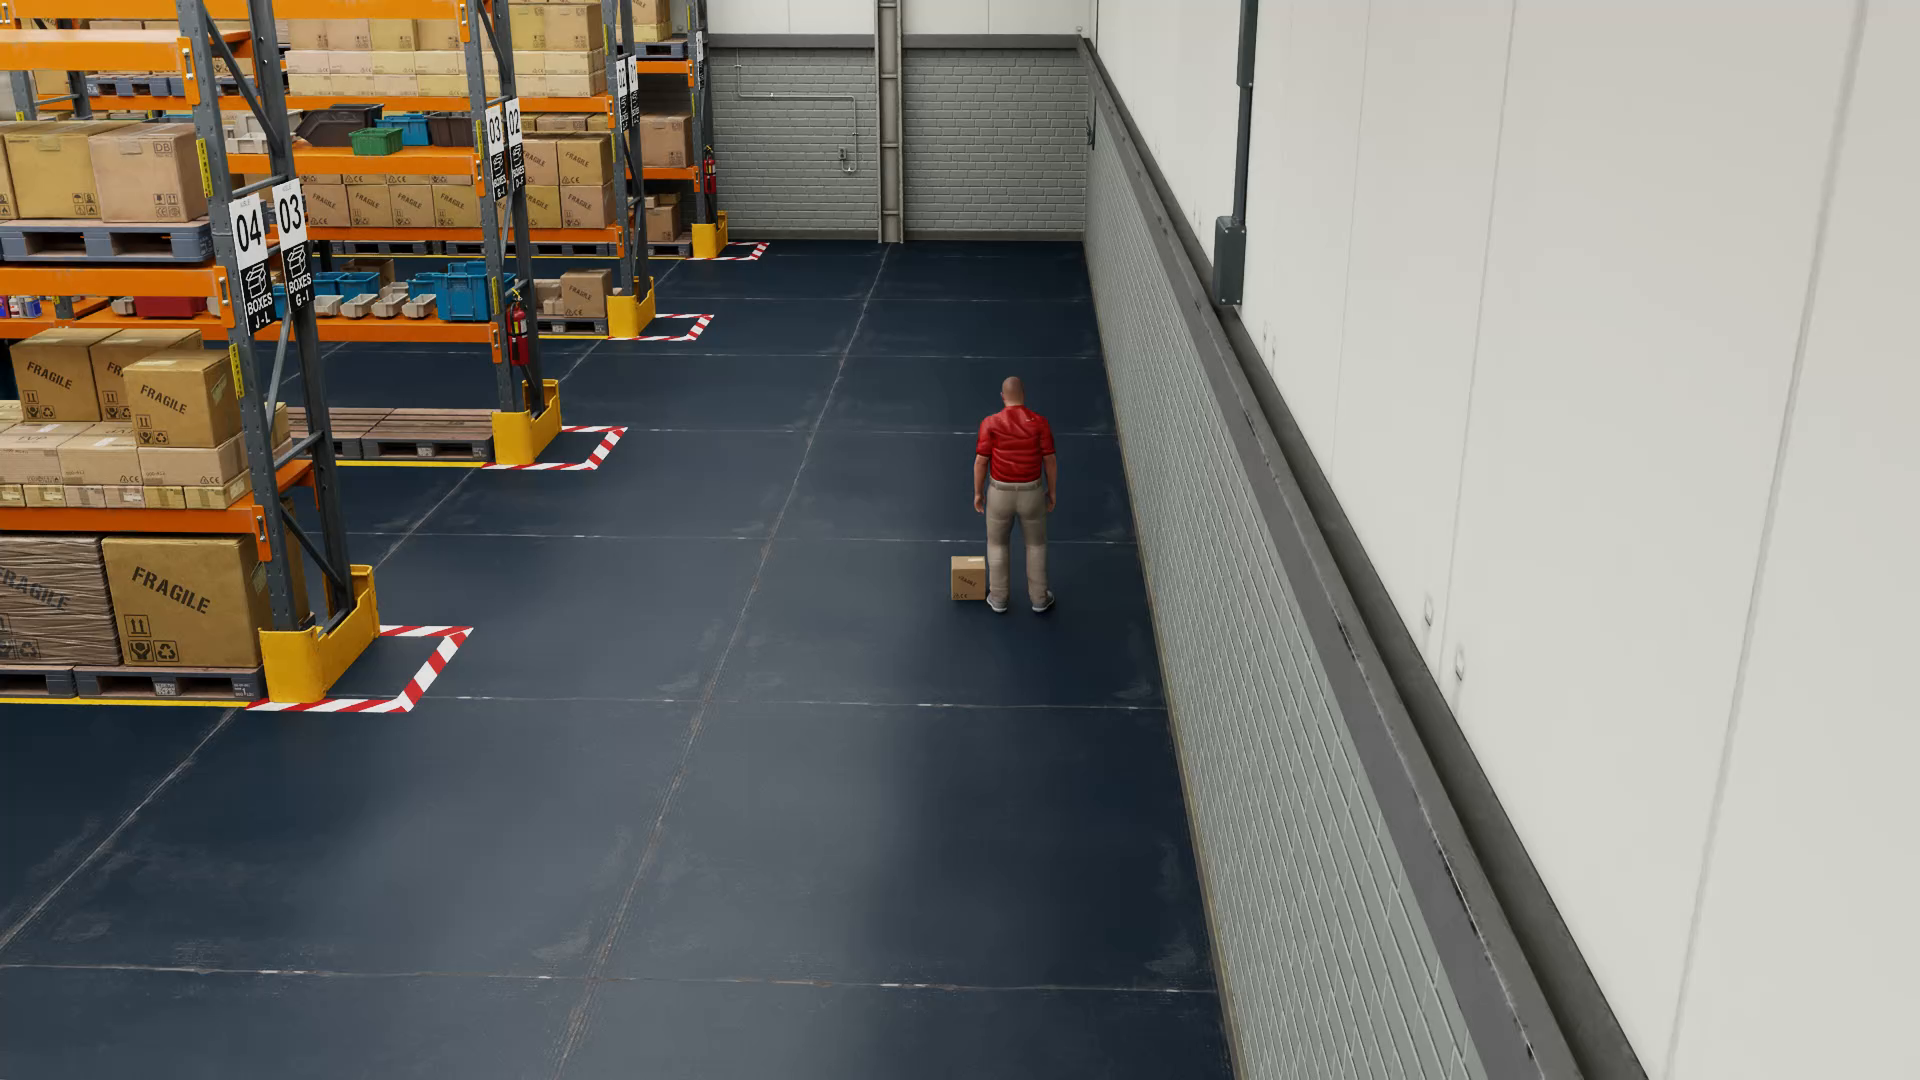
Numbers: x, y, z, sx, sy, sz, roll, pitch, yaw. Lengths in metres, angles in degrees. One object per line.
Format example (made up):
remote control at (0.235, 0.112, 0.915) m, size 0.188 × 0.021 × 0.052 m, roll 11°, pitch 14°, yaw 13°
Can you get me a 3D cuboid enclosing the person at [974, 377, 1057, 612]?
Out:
person at (0.400, -0.317, 11.940) m, size 0.596 × 1.727 × 0.384 m, roll 0°, pitch 21°, yaw 0°
